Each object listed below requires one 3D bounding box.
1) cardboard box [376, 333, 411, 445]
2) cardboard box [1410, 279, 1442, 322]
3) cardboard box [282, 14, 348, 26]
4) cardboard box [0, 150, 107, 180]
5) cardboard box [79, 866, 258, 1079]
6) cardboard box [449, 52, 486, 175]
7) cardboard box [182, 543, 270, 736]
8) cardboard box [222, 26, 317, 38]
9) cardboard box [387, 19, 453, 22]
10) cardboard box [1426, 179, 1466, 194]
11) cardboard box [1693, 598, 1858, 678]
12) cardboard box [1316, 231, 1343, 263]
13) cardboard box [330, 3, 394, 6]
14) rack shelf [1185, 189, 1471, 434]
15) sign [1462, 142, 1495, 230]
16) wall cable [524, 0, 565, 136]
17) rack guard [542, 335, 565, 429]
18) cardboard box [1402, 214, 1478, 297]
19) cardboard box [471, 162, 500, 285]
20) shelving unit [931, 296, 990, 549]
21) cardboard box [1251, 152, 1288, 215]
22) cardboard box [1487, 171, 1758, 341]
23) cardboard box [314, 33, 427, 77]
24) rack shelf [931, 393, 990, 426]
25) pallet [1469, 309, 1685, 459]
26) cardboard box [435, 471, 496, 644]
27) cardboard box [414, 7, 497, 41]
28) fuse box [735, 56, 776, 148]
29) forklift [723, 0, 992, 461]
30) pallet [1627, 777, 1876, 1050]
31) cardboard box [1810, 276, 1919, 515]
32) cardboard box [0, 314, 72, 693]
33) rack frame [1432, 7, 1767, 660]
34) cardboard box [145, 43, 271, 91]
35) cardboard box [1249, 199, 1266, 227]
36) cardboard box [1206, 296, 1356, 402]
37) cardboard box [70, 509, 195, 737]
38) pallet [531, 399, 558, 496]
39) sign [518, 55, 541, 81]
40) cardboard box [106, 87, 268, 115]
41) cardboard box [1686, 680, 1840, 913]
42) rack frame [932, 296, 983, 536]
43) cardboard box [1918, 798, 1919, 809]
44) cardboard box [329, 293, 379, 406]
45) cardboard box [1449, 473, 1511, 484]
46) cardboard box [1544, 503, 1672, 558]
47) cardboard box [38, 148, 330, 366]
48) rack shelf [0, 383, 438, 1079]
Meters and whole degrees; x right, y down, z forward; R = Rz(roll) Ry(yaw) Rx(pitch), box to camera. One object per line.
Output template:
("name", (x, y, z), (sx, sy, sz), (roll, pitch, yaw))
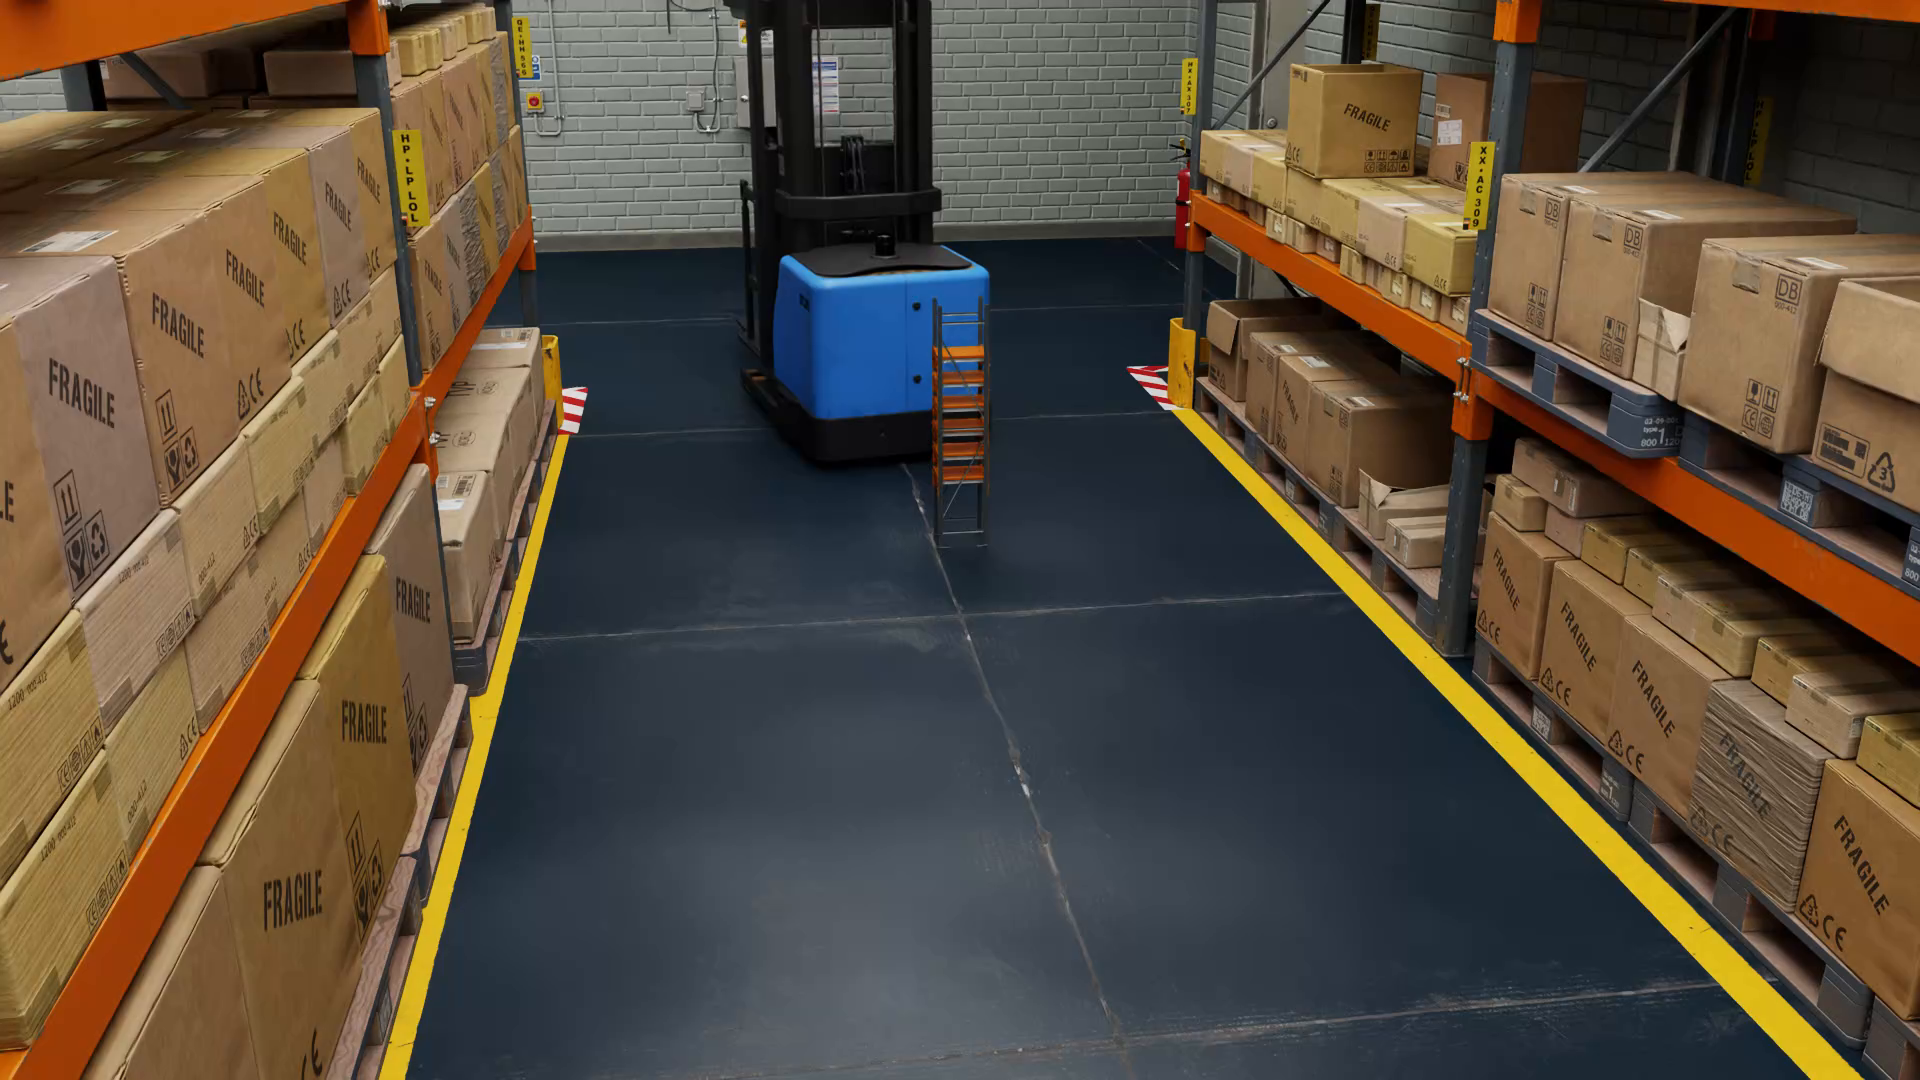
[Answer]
("cardboard box", (-2.107, -0.491, 5.457), (0.500, 0.250, 0.500), (-3, 21, -9))
("cardboard box", (2.135, -1.024, 7.030), (0.380, 0.149, 0.250), (-2, 21, -6))
("cardboard box", (-3.043, -2.409, 7.881), (0.380, 0.149, 0.250), (-3, 21, -7))
("cardboard box", (-2.472, -0.703, 4.240), (0.500, 0.500, 0.500), (-3, 21, -9))
("cardboard box", (-1.862, 1.237, 3.055), (0.875, 0.875, 0.875), (-3, 21, -8))
("cardboard box", (-2.450, -1.924, 7.508), (0.500, 0.500, 0.500), (-3, 21, -8))
("cardboard box", (-1.828, 0.211, 3.579), (0.500, 0.250, 0.500), (-2, 21, -6))
("cardboard box", (-2.902, -2.059, 6.943), (0.380, 0.149, 0.250), (-3, 21, -9))
("cardboard box", (-2.490, -2.263, 7.488), (0.380, 0.149, 0.250), (-2, 21, -6))
("cardboard box", (2.534, -1.561, 7.899), (0.500, 0.250, 0.500), (-2, 21, -7))
("cardboard box", (2.529, 0.302, 5.166), (0.380, 0.149, 0.250), (-2, 21, -6))
("cardboard box", (1.989, -1.470, 8.225), (0.380, 0.149, 0.250), (-3, 21, -8))
("cardboard box", (-3.221, -2.771, 8.848), (0.380, 0.149, 0.250), (-2, 21, -7))
("rack shelf", (2.202, -1.311, 8.466), (1.077, 0.370, 4.000), (-3, 21, -8))
("sign", (1.954, -1.331, 6.255), (0.100, 0.325, 0.005), (-3, 21, -8))
("wall cable", (-3.834, -4.530, 14.562), (0.585, 1.953, 0.123), (-3, 21, -8))
("rack guard", (-3.001, -0.926, 9.980), (1.175, 0.500, 0.348), (-3, 21, -8))
("cardboard box", (2.175, -1.188, 6.900), (0.500, 0.250, 0.500), (-2, 21, -6))
("cardboard box", (-2.438, -1.451, 7.672), (0.500, 0.500, 0.500), (-2, 21, -6))
("shelving unit", (0.002, -0.557, 7.993), (0.258, 1.200, 0.189), (-3, 21, -8))
("cardboard box", (1.861, -1.889, 8.775), (0.500, 0.250, 0.500), (-3, 21, -9))
("cardboard box", (2.338, -1.020, 5.917), (0.700, 0.500, 0.500), (-2, 21, -6))
("cardboard box", (-2.317, -1.909, 6.540), (0.380, 0.149, 0.250), (-3, 21, -8))
("rack shelf", (0.002, -0.628, 7.966), (0.258, 0.103, 0.180), (-3, 21, -8))
("pallet", (2.497, -0.583, 5.765), (1.003, 0.211, 1.213), (-3, 21, -8))
("cardboard box", (-2.406, 0.077, 6.784), (0.875, 0.438, 0.875), (-3, 21, -9))
("cardboard box", (-2.567, -2.622, 8.449), (0.380, 0.149, 0.250), (-3, 21, -8))
("fuse box", (-1.734, -3.491, 15.119), (0.539, 1.711, 0.414), (-3, 21, -8))
("forklift", (-0.781, -2.289, 10.155), (1.130, 2.935, 3.031), (-7, 22, -18))
("pallet", (2.824, 1.054, 5.092), (1.003, 0.211, 1.213), (-3, 21, -8))
("cardboard box", (2.648, -0.371, 4.175), (0.797, 0.503, 0.637), (-3, 21, -9))
("cardboard box", (-1.674, -0.017, 2.403), (0.500, 0.500, 0.500), (-4, 21, -10))
("rack frame", (2.490, -0.955, 6.487), (1.000, 3.000, 0.127), (-3, 21, -8))
("cardboard box", (-2.711, -1.710, 6.009), (0.380, 0.149, 0.250), (-2, 21, -6))
("cardboard box", (1.820, -1.829, 9.186), (0.380, 0.149, 0.250), (-2, 21, -6))
("cardboard box", (1.908, -1.151, 9.978), (0.797, 0.503, 0.637), (-4, 21, -10))
("cardboard box", (-1.747, 0.151, 3.026), (0.500, 0.250, 0.500), (-2, 21, -6))
("pallet", (-2.805, -0.509, 9.278), (1.003, 0.211, 1.213), (-3, 21, -8))
("sign", (-3.890, -4.185, 14.748), (0.327, 0.218, 0.001), (-3, 21, -8))
("cardboard box", (-2.763, -1.368, 6.020), (0.500, 0.500, 0.500), (-3, 21, -8))
("cardboard box", (2.560, 0.735, 4.934), (0.500, 0.500, 0.500), (-4, 21, -10))
("rack frame", (-0.011, -0.589, 8.078), (0.240, 1.200, 0.006), (-3, 21, -8))
("cardboard box", (2.687, 0.662, 4.202), (0.380, 0.149, 0.250), (-2, 21, -6))
("cardboard box", (-2.038, -0.554, 4.913), (0.500, 0.250, 0.500), (-2, 21, -6))
("cardboard box", (2.566, -0.207, 7.958), (0.380, 0.149, 0.250), (-3, 21, -8))
("cardboard box", (2.395, -0.055, 6.122), (0.380, 0.149, 0.250), (-3, 21, -9))
("cardboard box", (-1.973, -0.721, 4.289), (0.500, 0.500, 0.500), (-2, 21, -6))
("rack shelf", (-2.133, 0.326, 4.085), (1.077, 0.370, 4.000), (-3, 21, -8))
